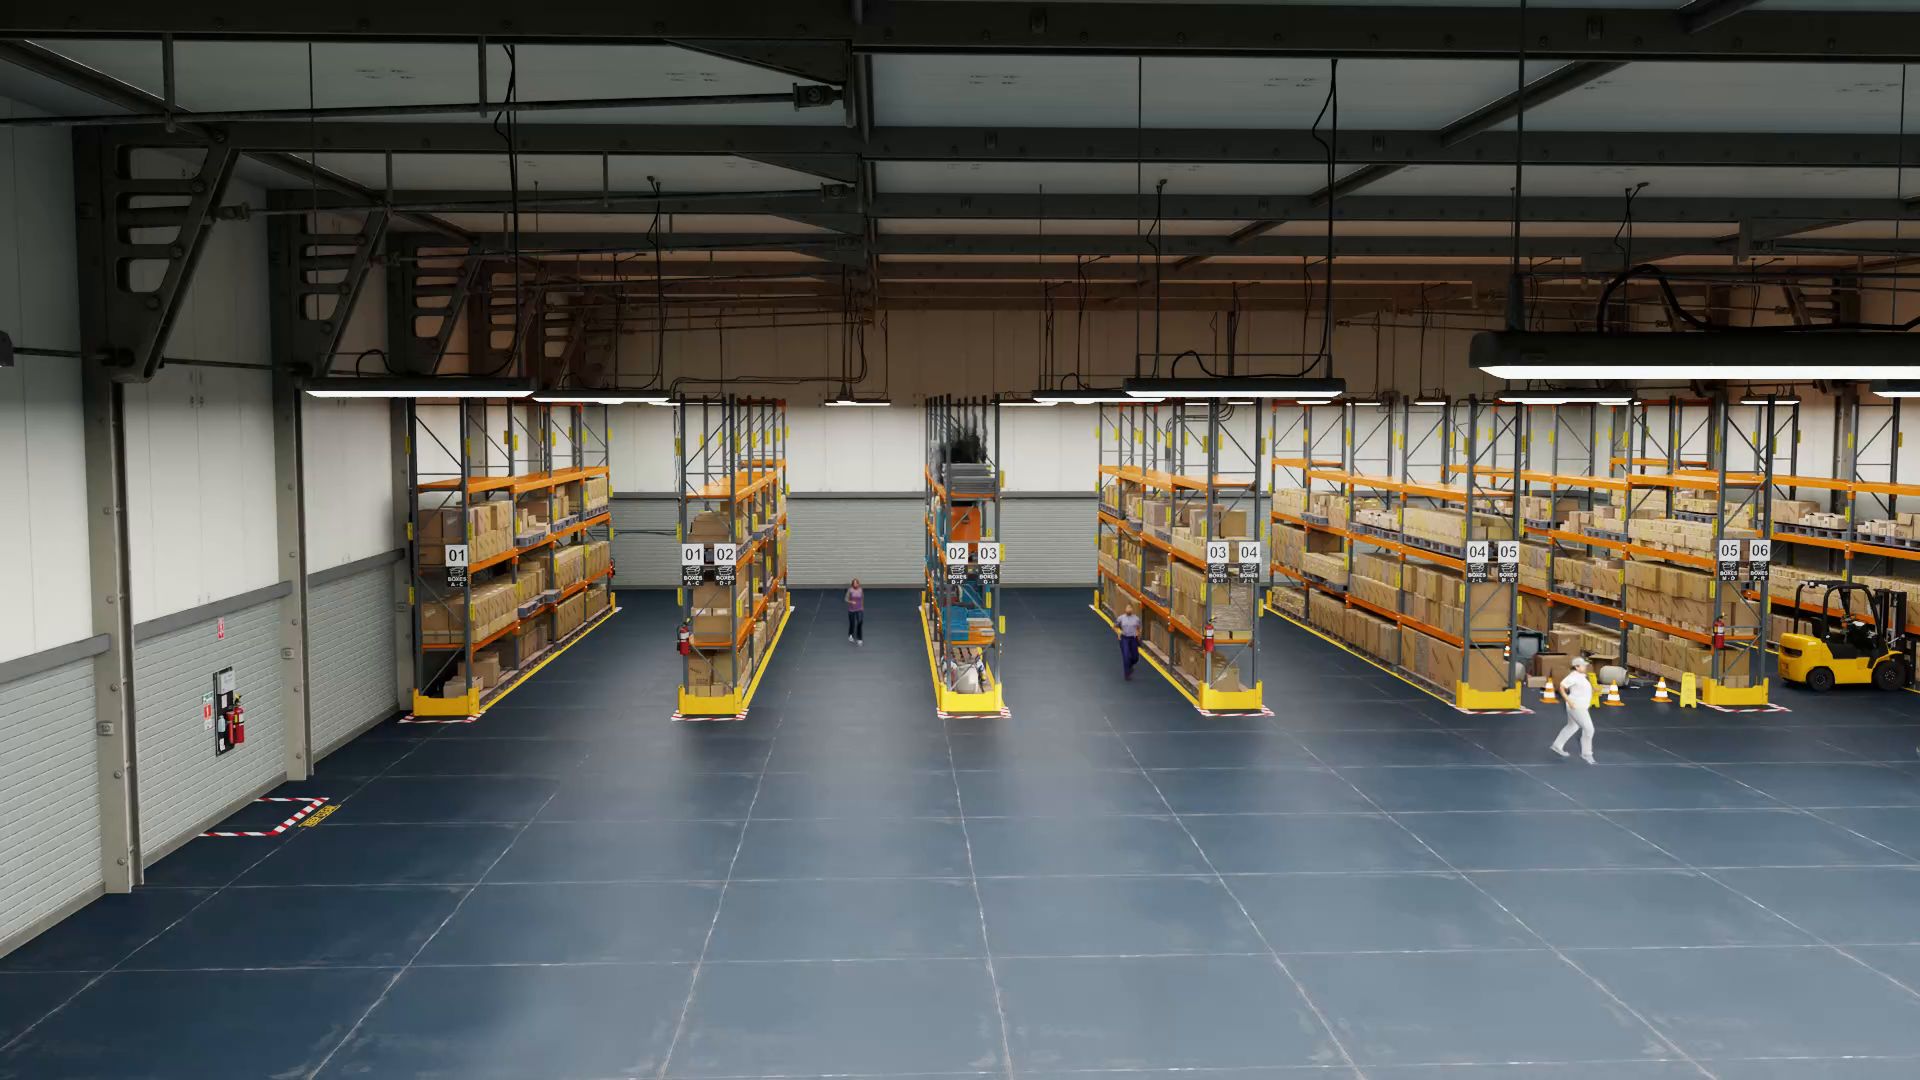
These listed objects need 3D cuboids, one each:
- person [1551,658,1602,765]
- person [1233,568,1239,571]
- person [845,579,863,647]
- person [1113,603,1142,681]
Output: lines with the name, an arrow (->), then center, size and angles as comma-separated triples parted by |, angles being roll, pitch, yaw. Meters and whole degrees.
person -> 9.992, 2.762, 26.985 | 0.770, 1.727, 0.580 | 2, 5, 28
person -> 7.662, 1.205, 47.276 | 0.689, 1.591, 0.554 | 1, 5, 18
person -> -2.562, 1.734, 40.383 | 0.493, 1.625, 0.820 | -1, 5, -13
person -> 3.558, 2.146, 35.210 | 0.616, 1.593, 0.737 | 0, 5, -6
